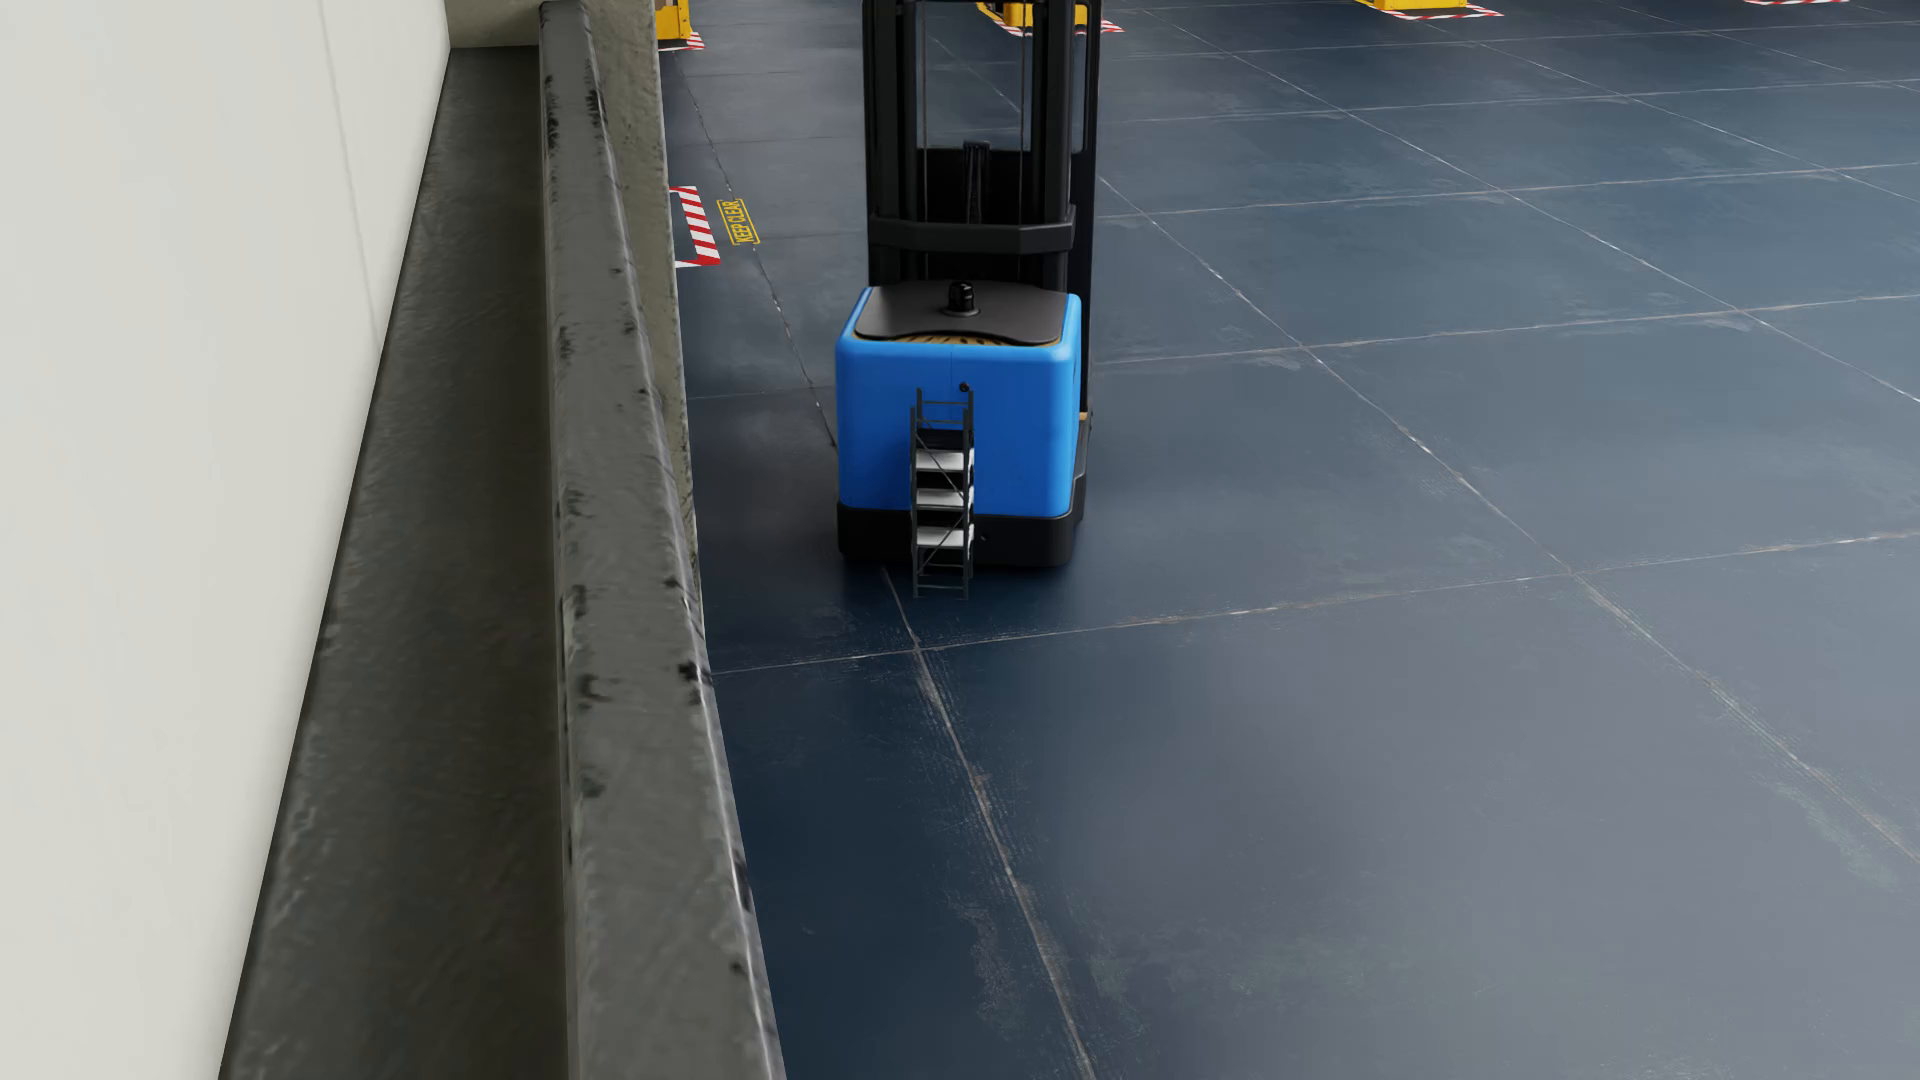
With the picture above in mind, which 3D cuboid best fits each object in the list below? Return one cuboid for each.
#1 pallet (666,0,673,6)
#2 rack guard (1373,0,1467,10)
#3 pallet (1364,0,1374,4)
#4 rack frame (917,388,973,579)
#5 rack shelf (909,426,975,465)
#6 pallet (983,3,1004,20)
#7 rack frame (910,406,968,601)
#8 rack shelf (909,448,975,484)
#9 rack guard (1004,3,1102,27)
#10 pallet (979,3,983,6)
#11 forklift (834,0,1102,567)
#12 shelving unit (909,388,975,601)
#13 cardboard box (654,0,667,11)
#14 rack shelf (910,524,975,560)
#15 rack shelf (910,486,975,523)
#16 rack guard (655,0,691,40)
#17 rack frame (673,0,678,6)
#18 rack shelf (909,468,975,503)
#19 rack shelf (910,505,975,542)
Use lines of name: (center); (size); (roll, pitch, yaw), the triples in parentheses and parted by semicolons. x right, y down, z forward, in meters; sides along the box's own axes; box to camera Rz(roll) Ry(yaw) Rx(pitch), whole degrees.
pallet: (-3.871, -6.281, 19.959); (1.003, 0.211, 1.213); (-6, 27, -12)
rack guard: (5.884, -7.051, 21.164); (1.175, 0.500, 0.348); (-6, 27, -12)
pallet: (5.706, -7.279, 21.937); (1.003, 0.211, 1.213); (-6, 27, -12)
rack frame: (-0.063, -0.234, 7.215); (0.240, 0.900, 0.006); (3, 27, 6)
rack shelf: (-0.075, -0.400, 7.018); (0.258, 0.077, 0.200); (3, 27, 6)
pallet: (0.907, -6.723, 20.836); (1.003, 0.211, 1.213); (-6, 27, -12)
rack frame: (-0.086, -0.143, 7.035); (0.240, 0.900, 0.006); (3, 27, 6)
rack shelf: (-0.075, -0.319, 7.059); (0.258, 0.077, 0.200); (3, 27, 6)
rack guard: (1.125, -6.510, 20.093); (1.175, 0.500, 0.348); (-6, 27, -12)
pallet: (0.635, -7.258, 21.895); (1.003, 0.211, 1.213); (-6, 27, -12)
forklift: (0.126, -1.822, 8.108); (1.130, 2.935, 3.031); (3, 27, 6)
shelving unit: (-0.075, -0.188, 7.125); (0.258, 0.900, 0.210); (3, 27, 6)
cardboard box: (-3.774, -6.441, 19.678); (0.500, 0.311, 0.500); (-9, 28, -17)
rack shelf: (-0.075, 0.002, 7.221); (0.258, 0.077, 0.200); (3, 27, 6)
rack shelf: (-0.075, -0.159, 7.140); (0.258, 0.077, 0.200); (3, 27, 6)
rack guard: (-3.723, -6.049, 19.181); (1.175, 0.500, 0.348); (-6, 27, -12)
rack frame: (-3.706, -7.132, 18.551); (1.000, 3.000, 0.127); (-6, 27, -12)
rack shelf: (-0.075, -0.239, 7.099); (0.258, 0.077, 0.200); (3, 27, 6)
rack shelf: (-0.075, -0.078, 7.180); (0.258, 0.077, 0.200); (3, 27, 6)
